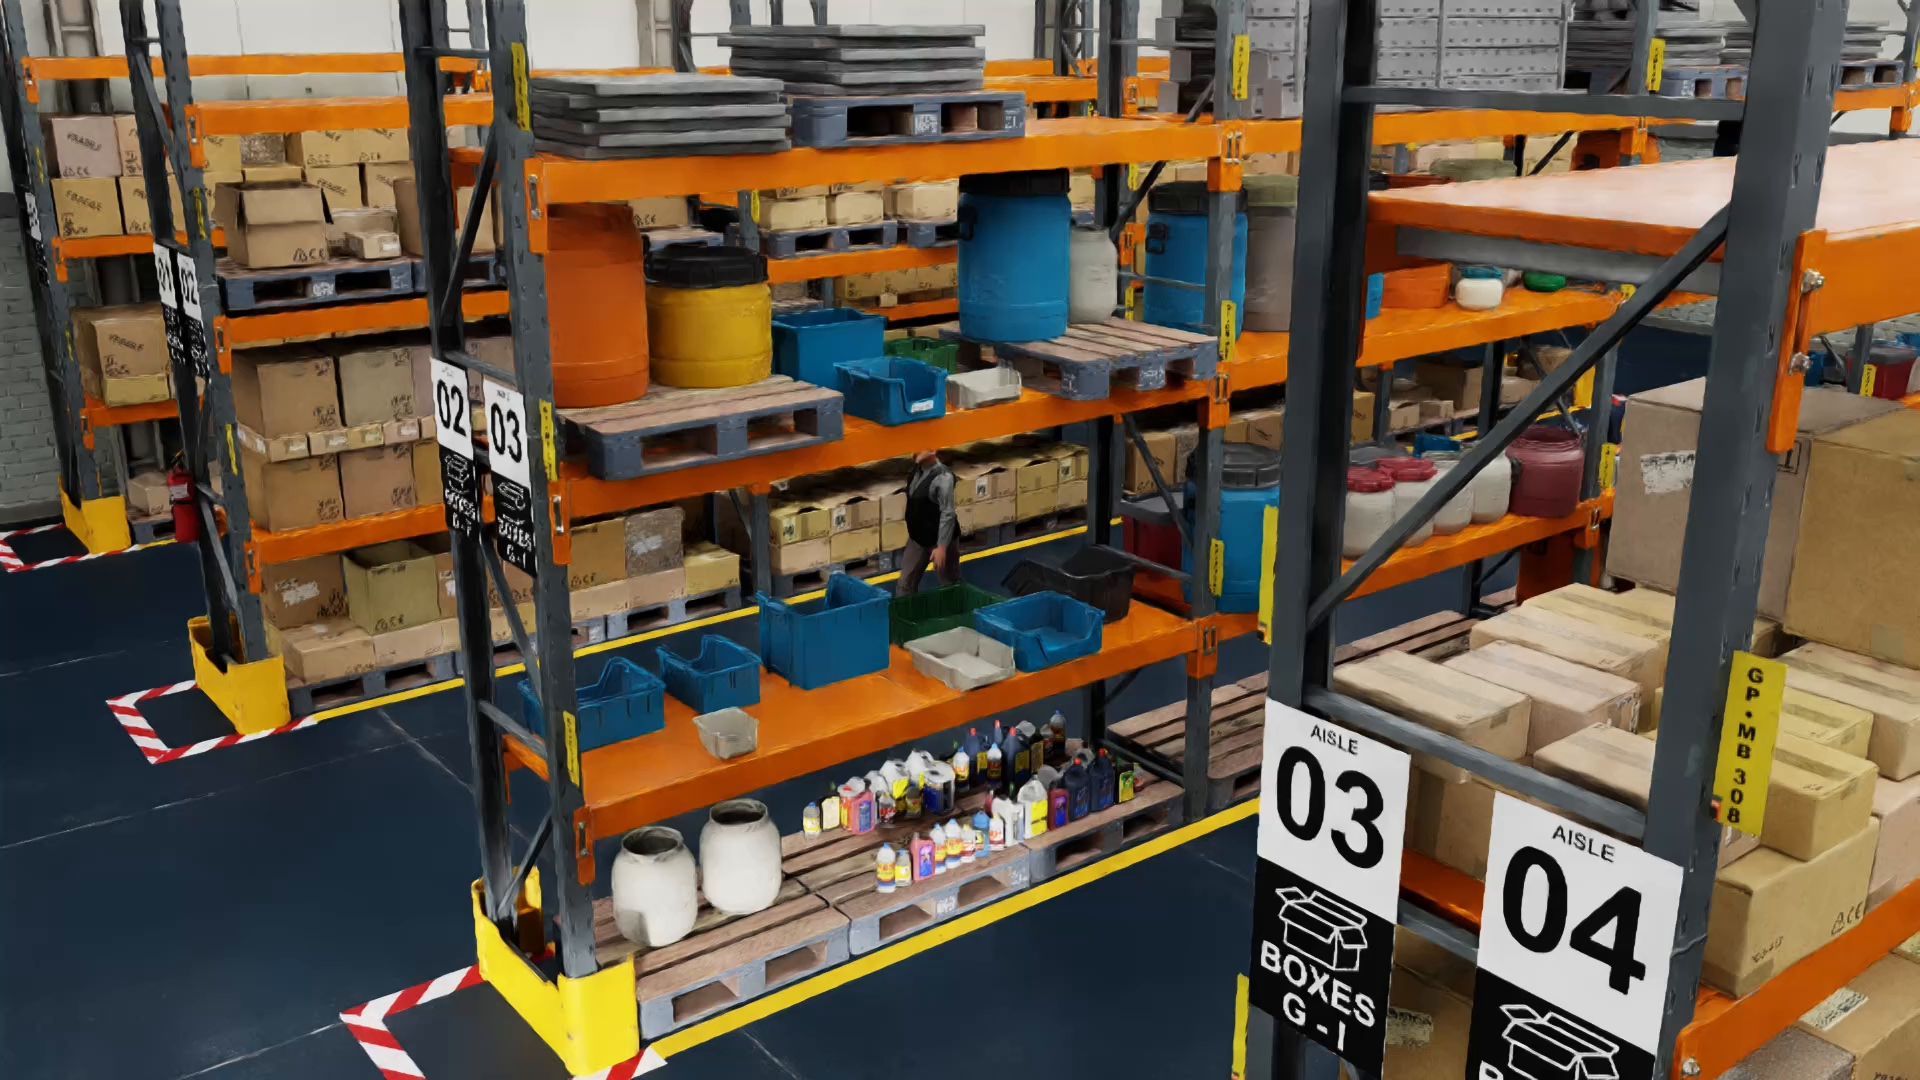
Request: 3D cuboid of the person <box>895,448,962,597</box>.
[{"bbox_3d":[-0.259,0.013,12.527,0.868,1.685,0.563,-12,21,-34],"label":"person"}]
